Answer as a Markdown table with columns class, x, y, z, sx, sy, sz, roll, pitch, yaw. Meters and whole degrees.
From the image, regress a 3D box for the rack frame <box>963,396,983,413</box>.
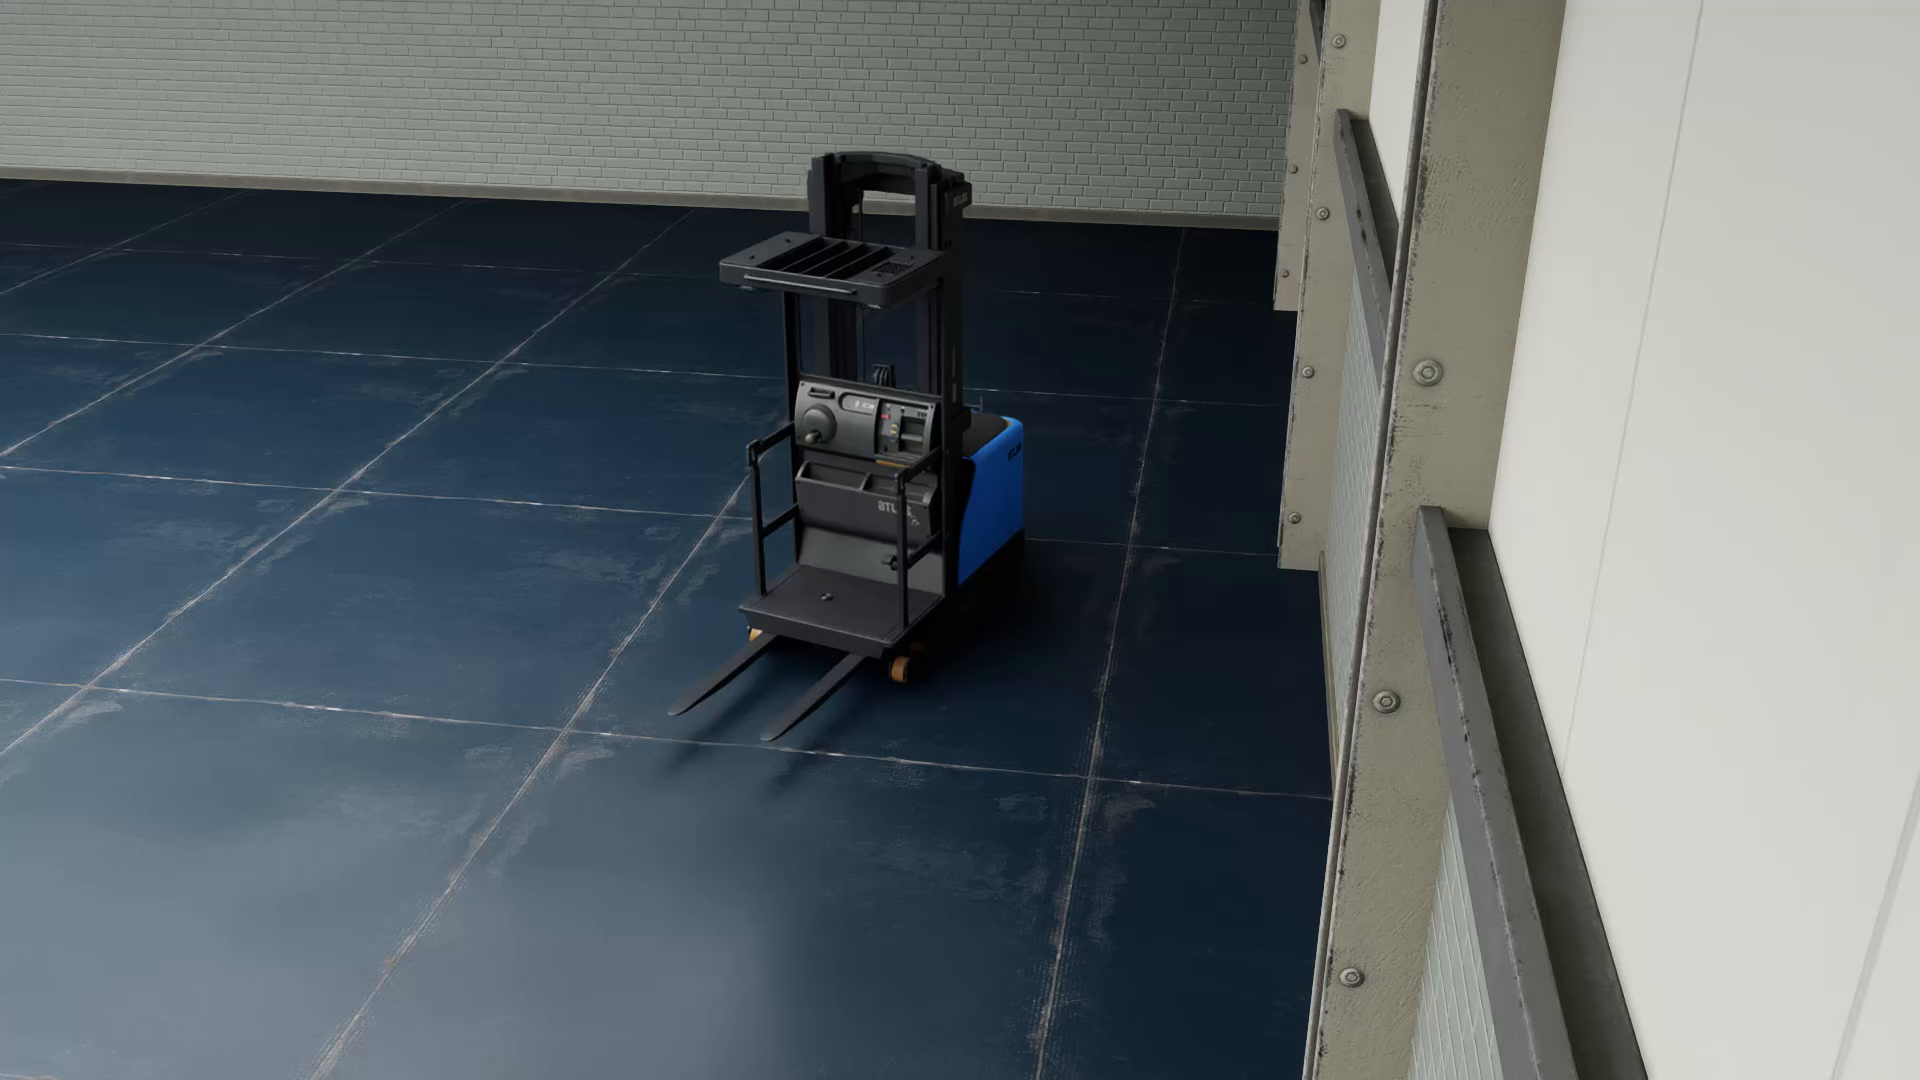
| class | x | y | z | sx | sy | sz | roll | pitch | yaw |
| --- | --- | --- | --- | --- | --- | --- | --- | --- | --- |
| rack frame | 0.059 | -0.521 | 11.670 | 0.200 | 1.050 | 0.008 | 7 | 26 | 14 |

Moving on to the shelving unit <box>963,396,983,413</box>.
| class | x | y | z | sx | sy | sz | roll | pitch | yaw |
| --- | --- | --- | --- | --- | --- | --- | --- | --- | --- |
| shelving unit | 0.027 | -0.472 | 11.563 | 0.215 | 1.050 | 0.252 | 7 | 26 | 14 |

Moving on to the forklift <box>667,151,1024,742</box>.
| class | x | y | z | sx | sy | sz | roll | pitch | yaw |
| --- | --- | --- | --- | --- | --- | --- | --- | --- | --- |
| forklift | -0.664 | -0.680 | 9.790 | 1.130 | 2.935 | 3.031 | 12 | 28 | 23 |

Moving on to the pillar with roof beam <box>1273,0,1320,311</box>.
| class | x | y | z | sx | sy | sz | roll | pitch | yaw |
| --- | --- | --- | --- | --- | --- | --- | --- | --- | --- |
| pillar with roof beam | -0.907 | -6.764 | 15.630 | 9.100 | 9.000 | 0.400 | 4 | 25 | 9 |

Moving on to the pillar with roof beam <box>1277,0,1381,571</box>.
| class | x | y | z | sx | sy | sz | roll | pitch | yaw |
| --- | --- | --- | --- | --- | --- | --- | --- | --- | --- |
| pillar with roof beam | -1.887 | -4.255 | 10.269 | 9.100 | 9.000 | 0.400 | 4 | 25 | 9 |

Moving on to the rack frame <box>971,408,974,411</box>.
| class | x | y | z | sx | sy | sz | roll | pitch | yaw |
| --- | --- | --- | --- | --- | --- | --- | --- | --- | --- |
| rack frame | -0.006 | -0.422 | 11.457 | 0.200 | 1.050 | 0.008 | 7 | 26 | 14 |
